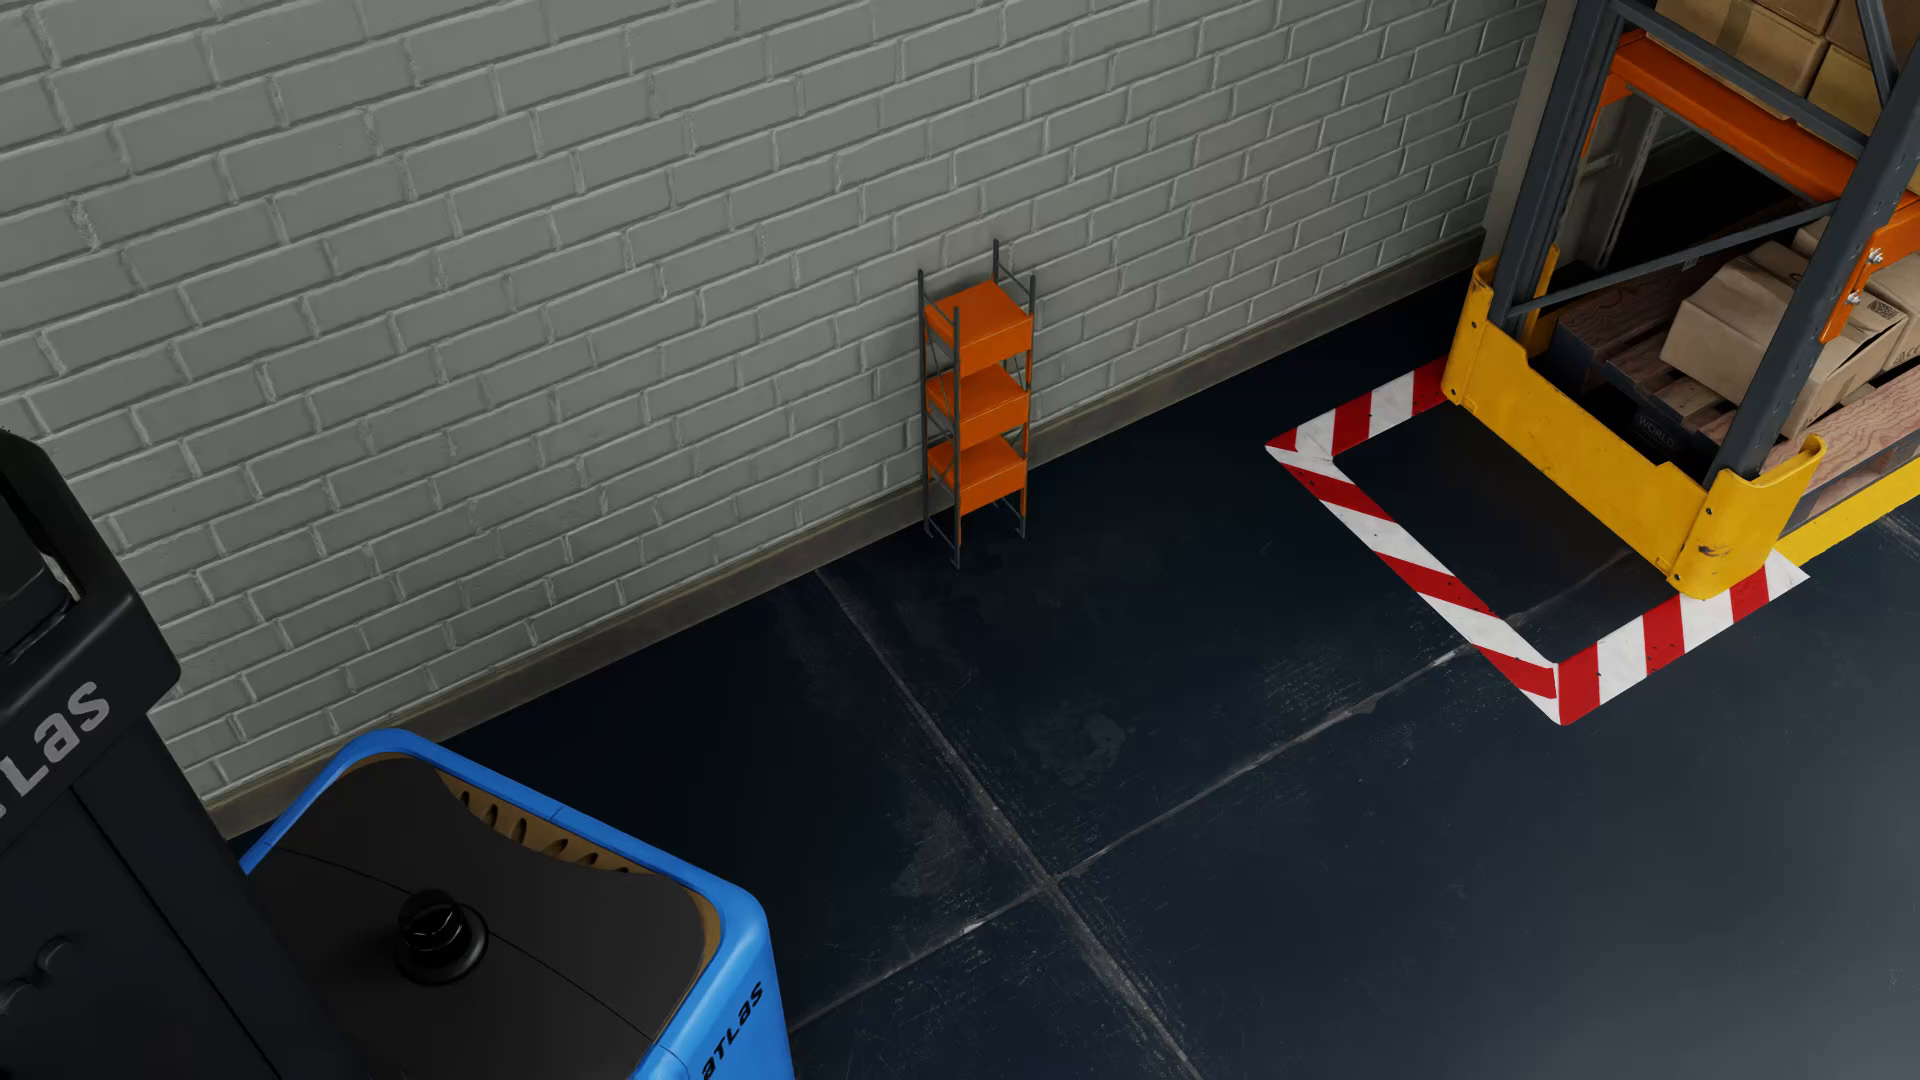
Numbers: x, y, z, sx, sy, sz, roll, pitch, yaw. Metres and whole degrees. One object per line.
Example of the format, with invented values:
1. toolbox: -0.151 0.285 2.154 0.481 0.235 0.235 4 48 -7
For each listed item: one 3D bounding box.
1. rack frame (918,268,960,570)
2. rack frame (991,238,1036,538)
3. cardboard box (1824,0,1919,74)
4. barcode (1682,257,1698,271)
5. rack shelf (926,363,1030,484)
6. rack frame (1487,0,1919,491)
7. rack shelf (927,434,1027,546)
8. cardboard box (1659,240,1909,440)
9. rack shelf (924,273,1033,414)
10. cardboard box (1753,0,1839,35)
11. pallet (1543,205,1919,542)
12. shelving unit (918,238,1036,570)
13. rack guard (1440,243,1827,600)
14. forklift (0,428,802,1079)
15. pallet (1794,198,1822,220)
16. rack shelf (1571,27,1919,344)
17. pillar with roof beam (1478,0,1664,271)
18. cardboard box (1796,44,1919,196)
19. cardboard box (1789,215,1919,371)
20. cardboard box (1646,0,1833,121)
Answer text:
1. rack frame: -0.058 -0.322 4.834 0.008 1.050 0.200 -25 53 -21
2. rack frame: 0.148 -0.419 4.920 0.008 1.050 0.200 -25 53 -21
3. cardboard box: 2.583 -1.410 4.082 0.500 0.500 0.500 -25 53 -21
4. barcode: 2.454 -0.937 5.576 0.075 0.075 0.001 -25 53 -21
5. rack shelf: 0.045 -0.363 4.885 0.240 0.259 0.215 -25 53 -21
6. rack frame: 2.018 -1.203 4.313 0.127 3.000 1.000 -25 53 -21
7. rack shelf: 0.045 -0.179 5.092 0.240 0.259 0.215 -25 53 -21
8. cardboard box: 2.652 -0.674 5.348 0.500 0.311 0.500 -31 55 -25
9. rack shelf: 0.045 -0.552 4.673 0.240 0.259 0.215 -25 53 -21
10. cardboard box: 2.304 -1.732 4.368 0.500 0.500 0.500 -26 53 -21
11. pallet: 2.789 -0.608 5.650 1.213 0.211 1.003 -25 53 -21
12. shelving unit: 0.045 -0.370 4.877 0.252 1.050 0.215 -25 53 -21
13. rack guard: 2.083 -0.402 5.274 0.348 0.500 1.175 -25 53 -21
14. forklift: -1.472 1.257 2.168 1.130 2.935 3.031 21 52 18
15. pallet: 3.819 -1.091 6.080 1.213 0.211 1.003 -25 53 -21
16. rack shelf: 3.710 -1.761 5.291 4.000 0.370 1.077 -25 53 -21
17. pillar with roof beam: 4.446 -1.305 0.386 0.400 9.000 9.100 -25 53 -21
18. cardboard box: 2.601 -1.154 4.356 0.500 0.250 0.500 -27 54 -22
19. cardboard box: 3.134 -0.901 5.550 0.500 0.311 0.500 -21 52 -18
20. cardboard box: 2.310 -1.469 4.637 0.500 0.250 0.500 -25 53 -20
